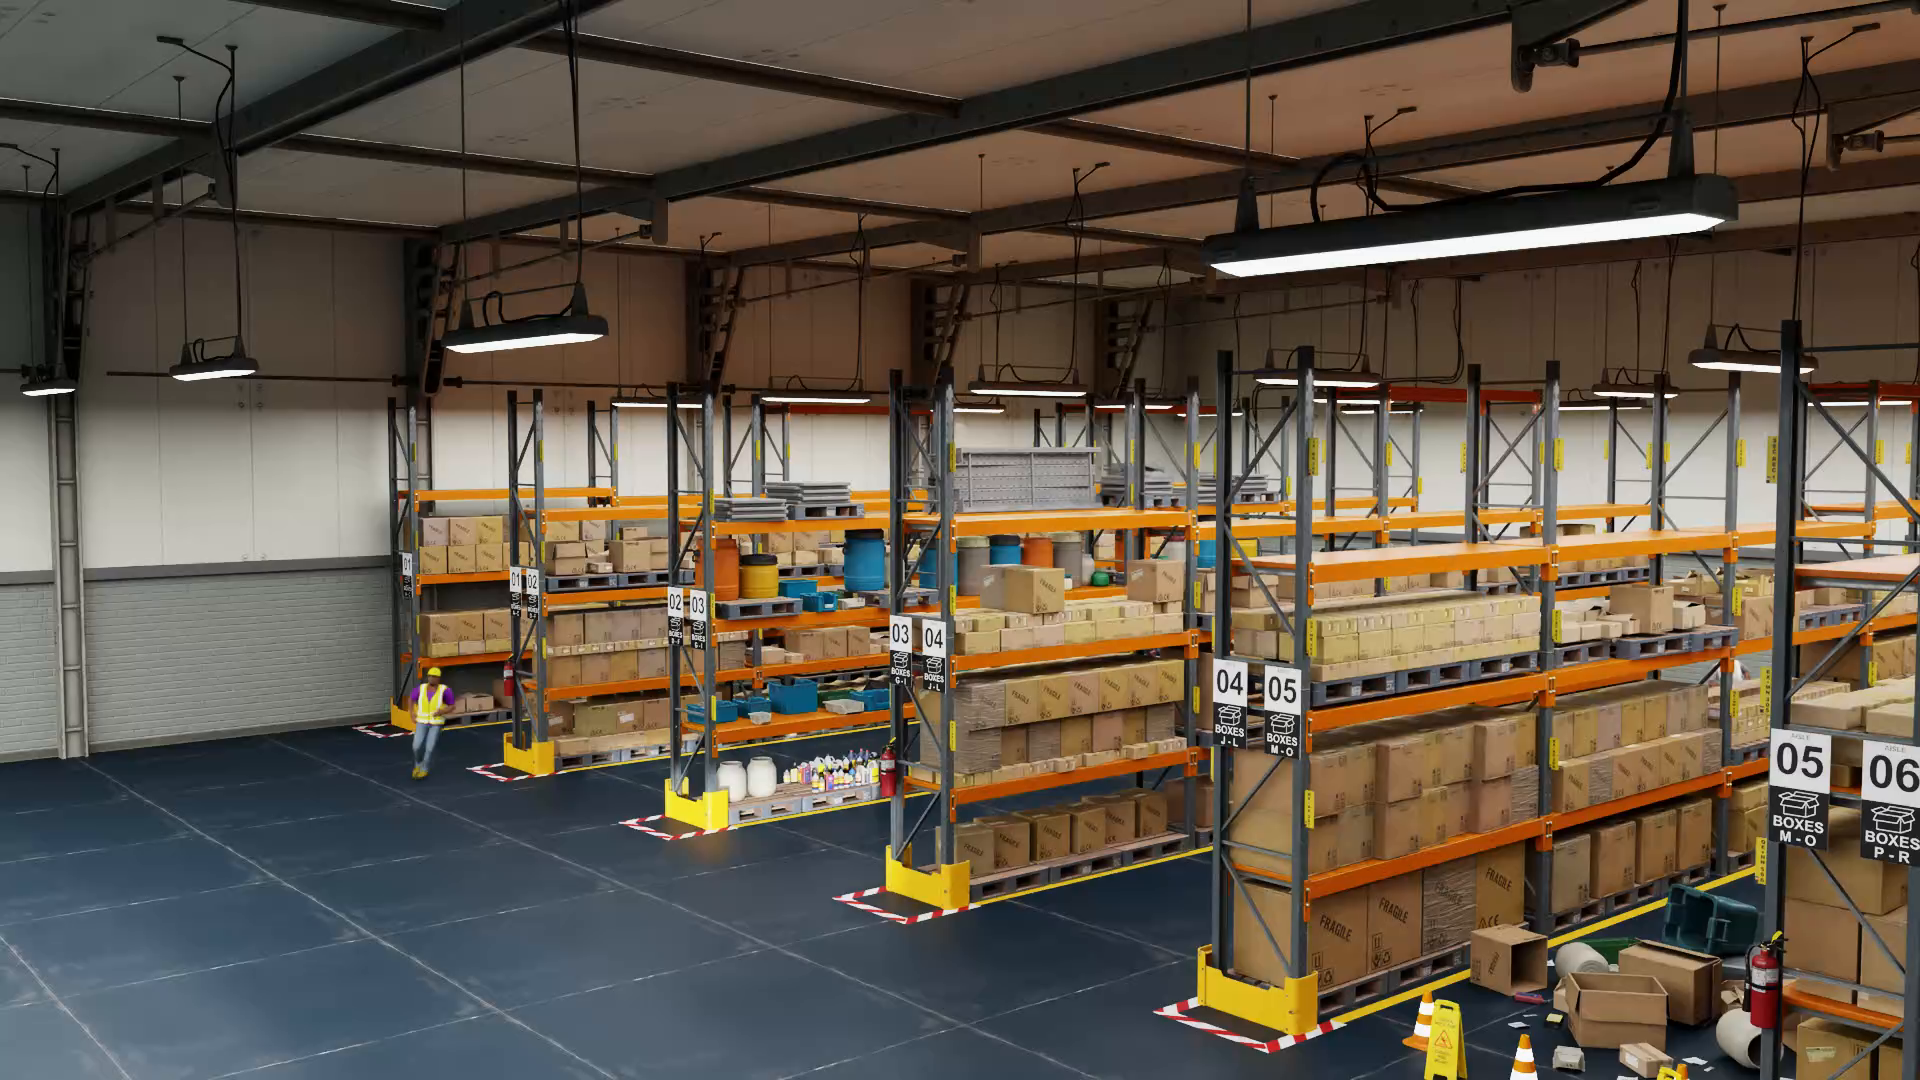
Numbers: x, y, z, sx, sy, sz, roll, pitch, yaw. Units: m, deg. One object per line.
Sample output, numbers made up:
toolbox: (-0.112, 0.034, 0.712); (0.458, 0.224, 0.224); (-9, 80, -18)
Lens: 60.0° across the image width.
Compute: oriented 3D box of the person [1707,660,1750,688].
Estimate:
person: (12.922, 2.677, 27.909); (0.729, 1.815, 0.691); (1, 4, 20)

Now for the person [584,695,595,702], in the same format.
person: (-6.313, 2.592, 28.665); (0.736, 1.835, 0.632); (-3, 5, -44)

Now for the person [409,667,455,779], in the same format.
person: (-8.121, 2.816, 25.536); (0.714, 1.730, 0.548); (-1, 3, -9)
